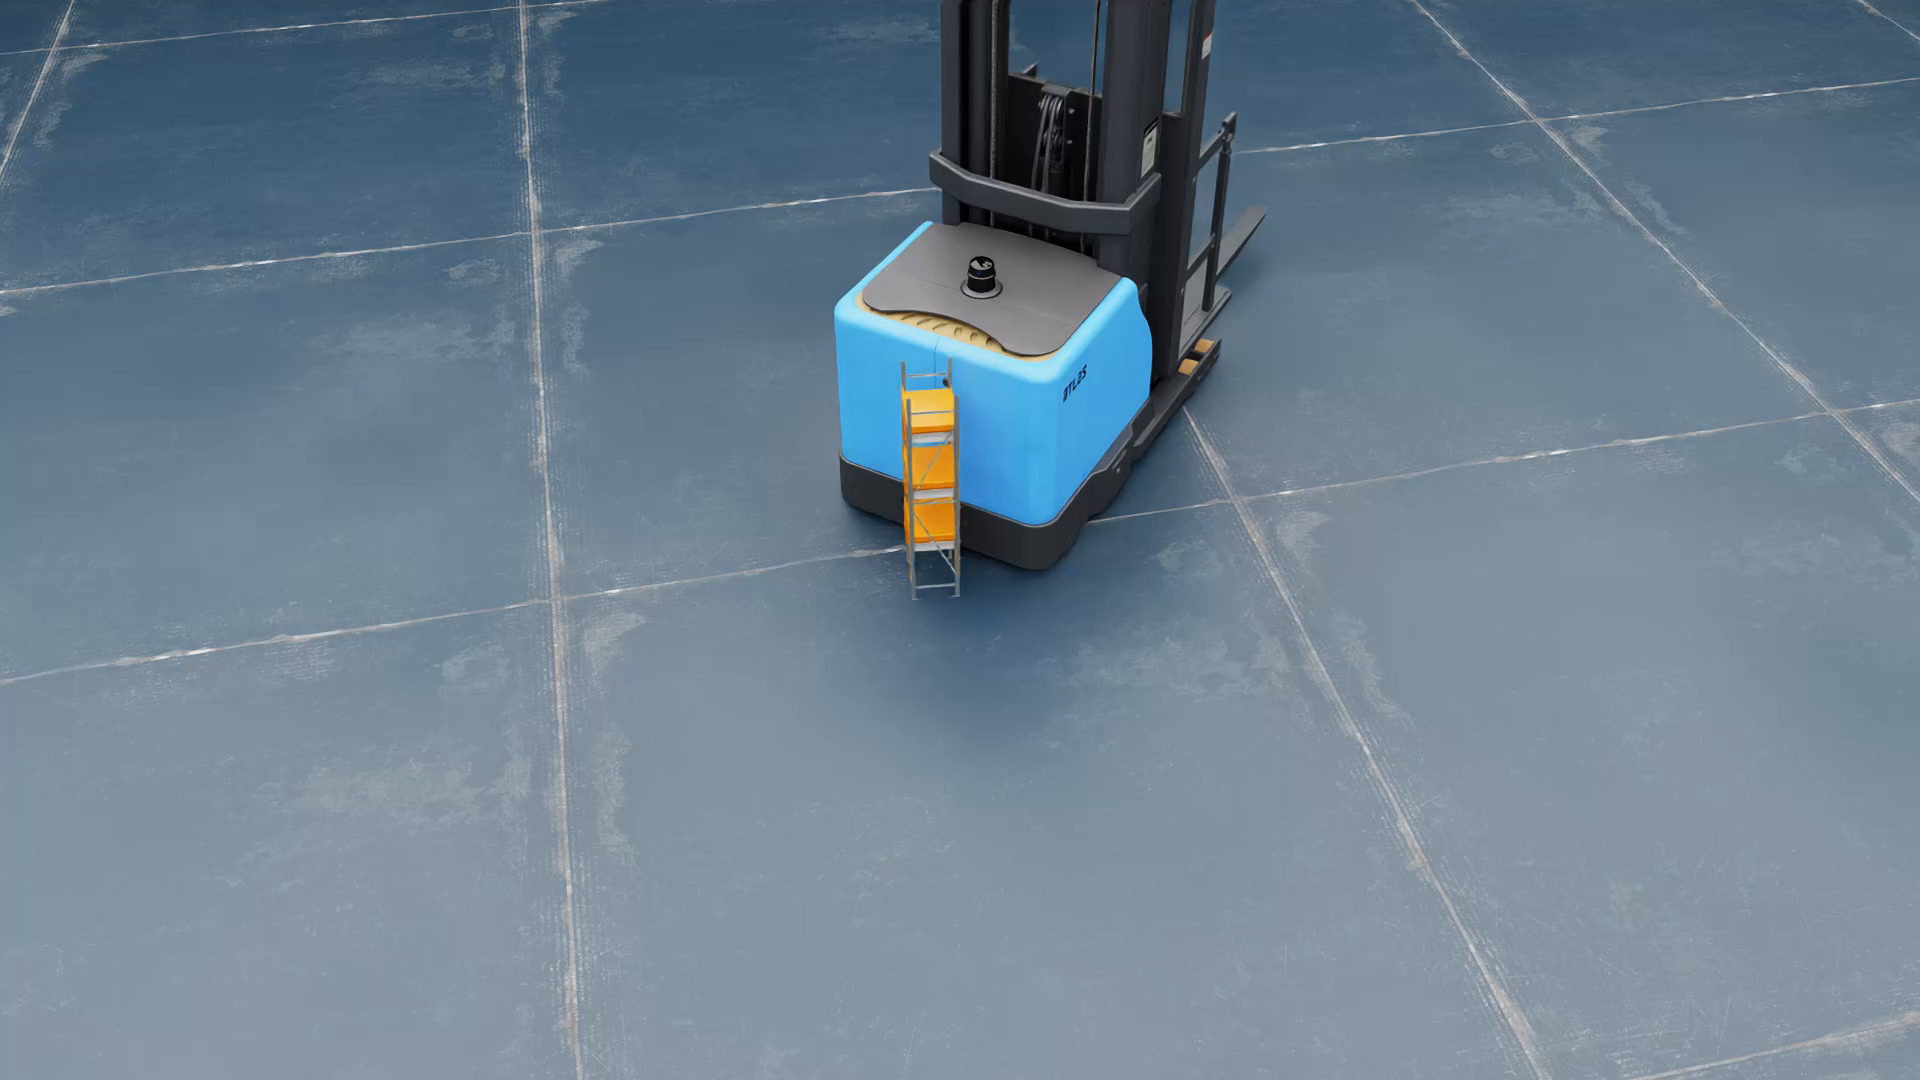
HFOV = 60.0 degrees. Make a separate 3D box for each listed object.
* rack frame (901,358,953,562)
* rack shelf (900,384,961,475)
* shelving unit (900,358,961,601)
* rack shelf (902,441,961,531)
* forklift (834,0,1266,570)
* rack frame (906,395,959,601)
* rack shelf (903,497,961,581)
[{"bbox_3d":[-0.130,-0.308,6.806,0.200,1.050,0.008,-4,42,-5],"label":"rack frame"},{"bbox_3d":[-0.117,-0.431,6.534,0.215,0.259,0.240,-4,42,-5],"label":"rack shelf"},{"bbox_3d":[-0.117,-0.227,6.715,0.215,1.050,0.252,-4,42,-5],"label":"shelving unit"},{"bbox_3d":[-0.117,-0.219,6.722,0.215,0.259,0.240,-4,42,-5],"label":"rack shelf"},{"bbox_3d":[0.624,-1.939,7.227,1.130,2.935,3.031,20,45,21],"label":"forklift"},{"bbox_3d":[-0.103,-0.147,6.624,0.200,1.050,0.008,-4,42,-5],"label":"rack frame"},{"bbox_3d":[-0.117,-0.011,6.906,0.215,0.259,0.240,-4,42,-5],"label":"rack shelf"}]
